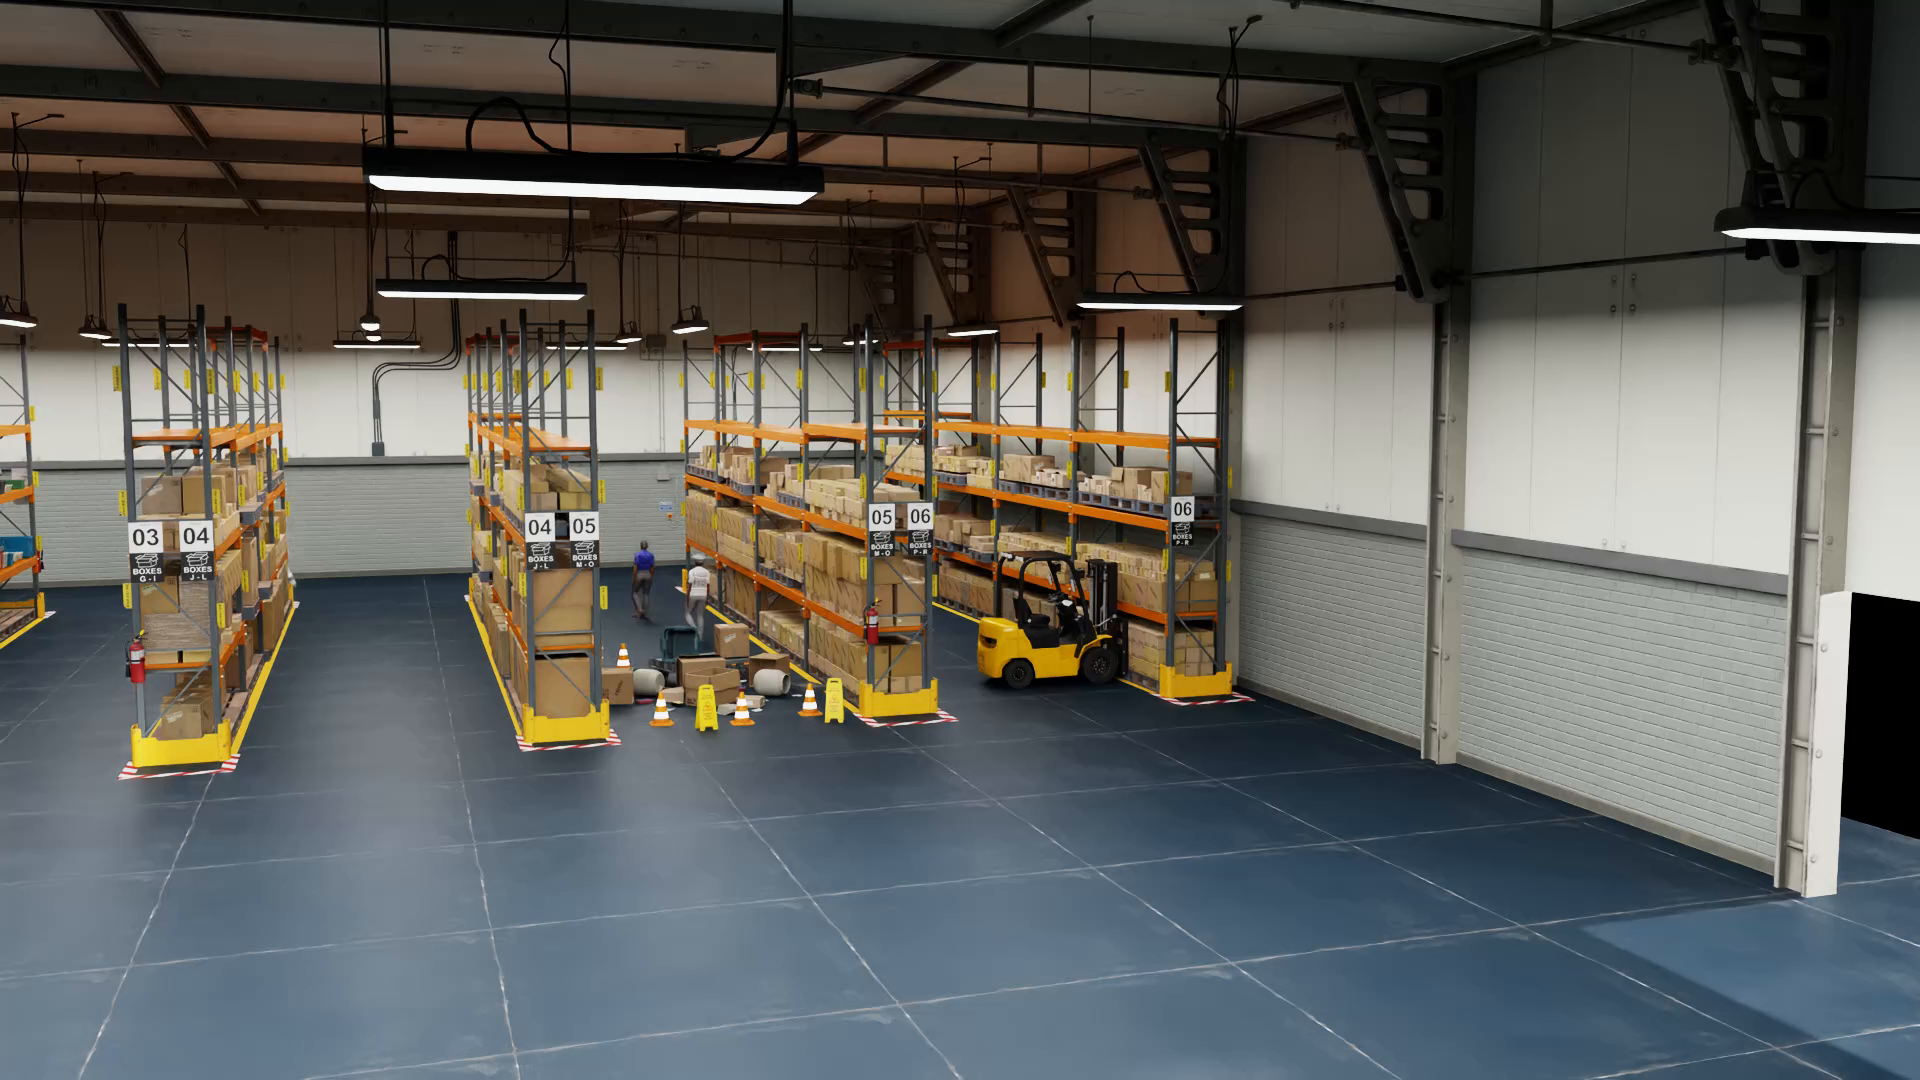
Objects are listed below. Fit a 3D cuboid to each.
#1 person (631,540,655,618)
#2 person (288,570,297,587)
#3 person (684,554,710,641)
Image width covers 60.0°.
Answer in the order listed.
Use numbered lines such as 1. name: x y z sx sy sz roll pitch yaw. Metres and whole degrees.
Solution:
1. person: -6.725 0.829 35.250 0.529 1.658 0.425 -3 6 -28
2. person: -16.483 0.334 39.944 0.983 1.752 0.545 -3 6 -32
3. person: -5.068 1.123 32.056 0.529 1.677 0.414 -3 6 -26
